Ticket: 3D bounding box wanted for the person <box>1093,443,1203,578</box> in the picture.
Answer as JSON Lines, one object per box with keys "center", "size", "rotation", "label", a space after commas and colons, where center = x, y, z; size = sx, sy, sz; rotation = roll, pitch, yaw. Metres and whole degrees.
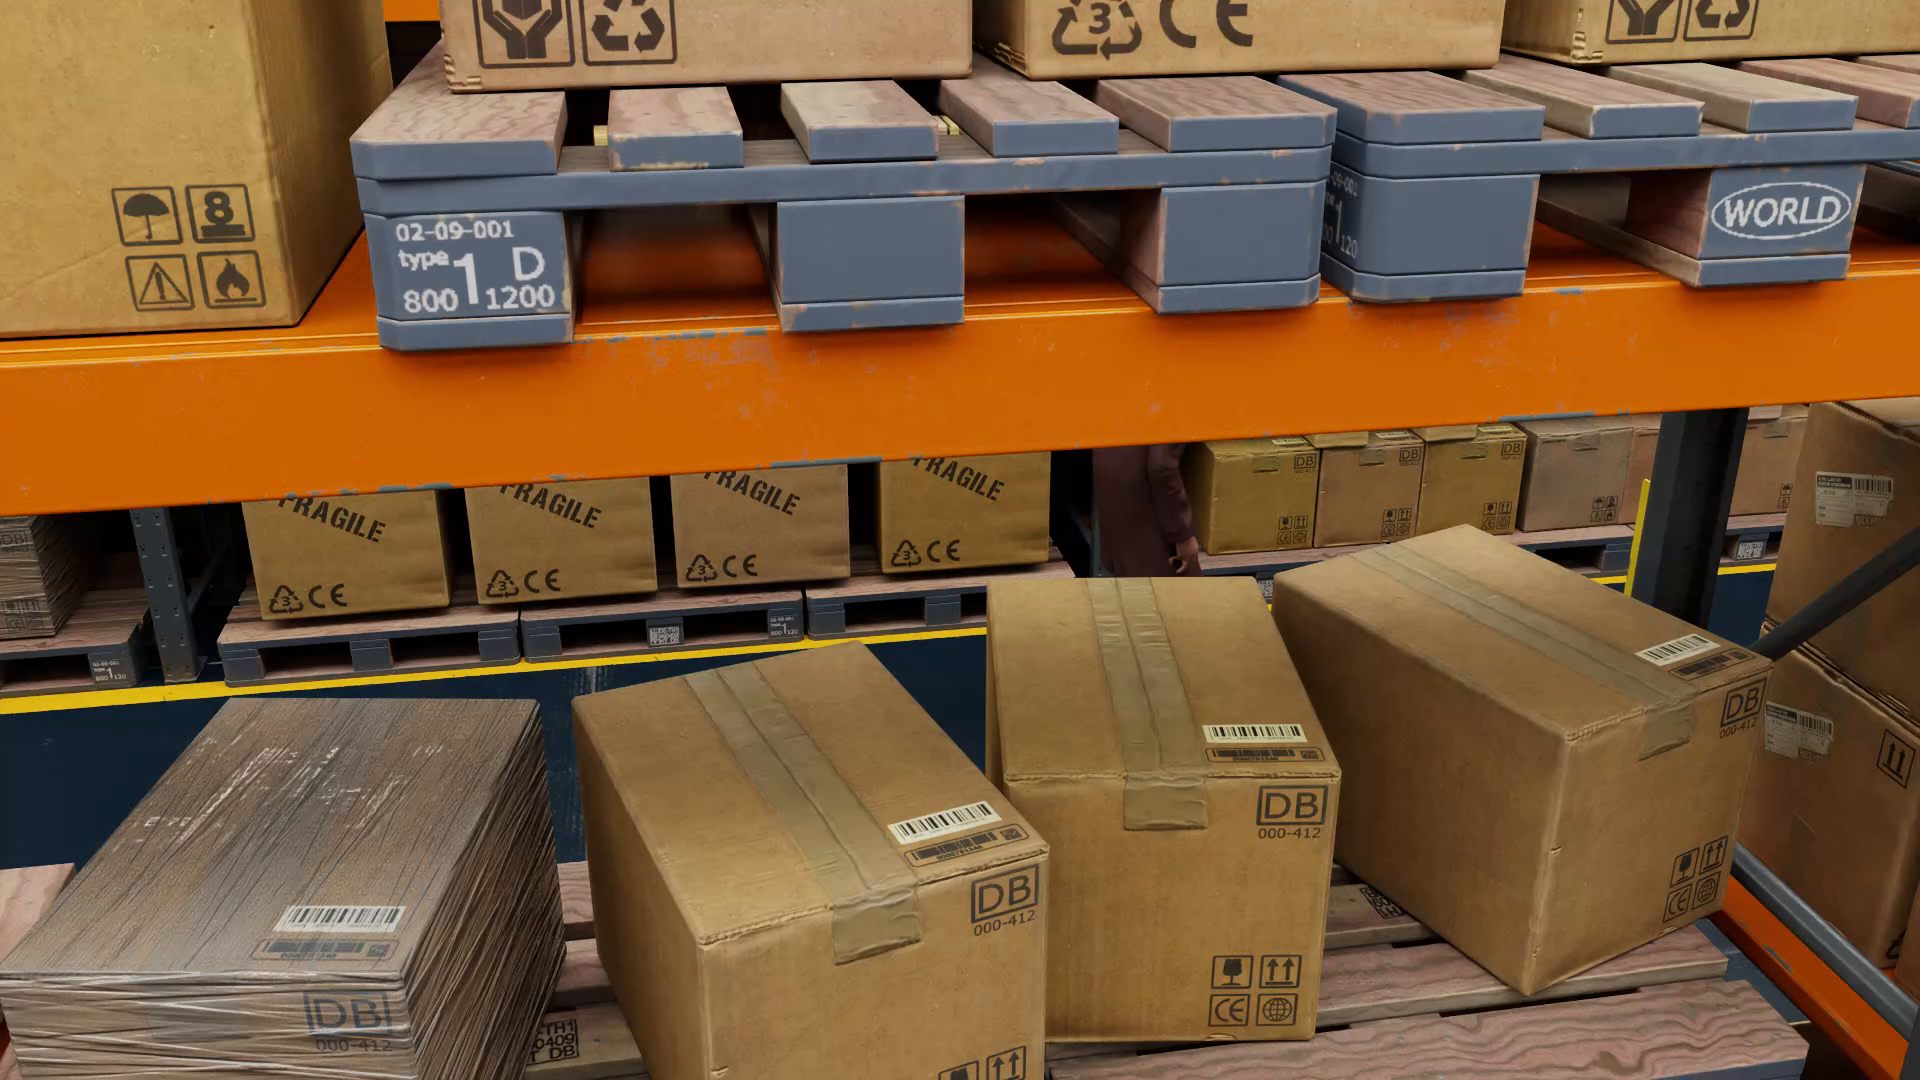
{"center": [0.725, -0.097, 6.343], "size": [0.425, 1.774, 0.642], "rotation": [-6, 24, -14], "label": "person"}
